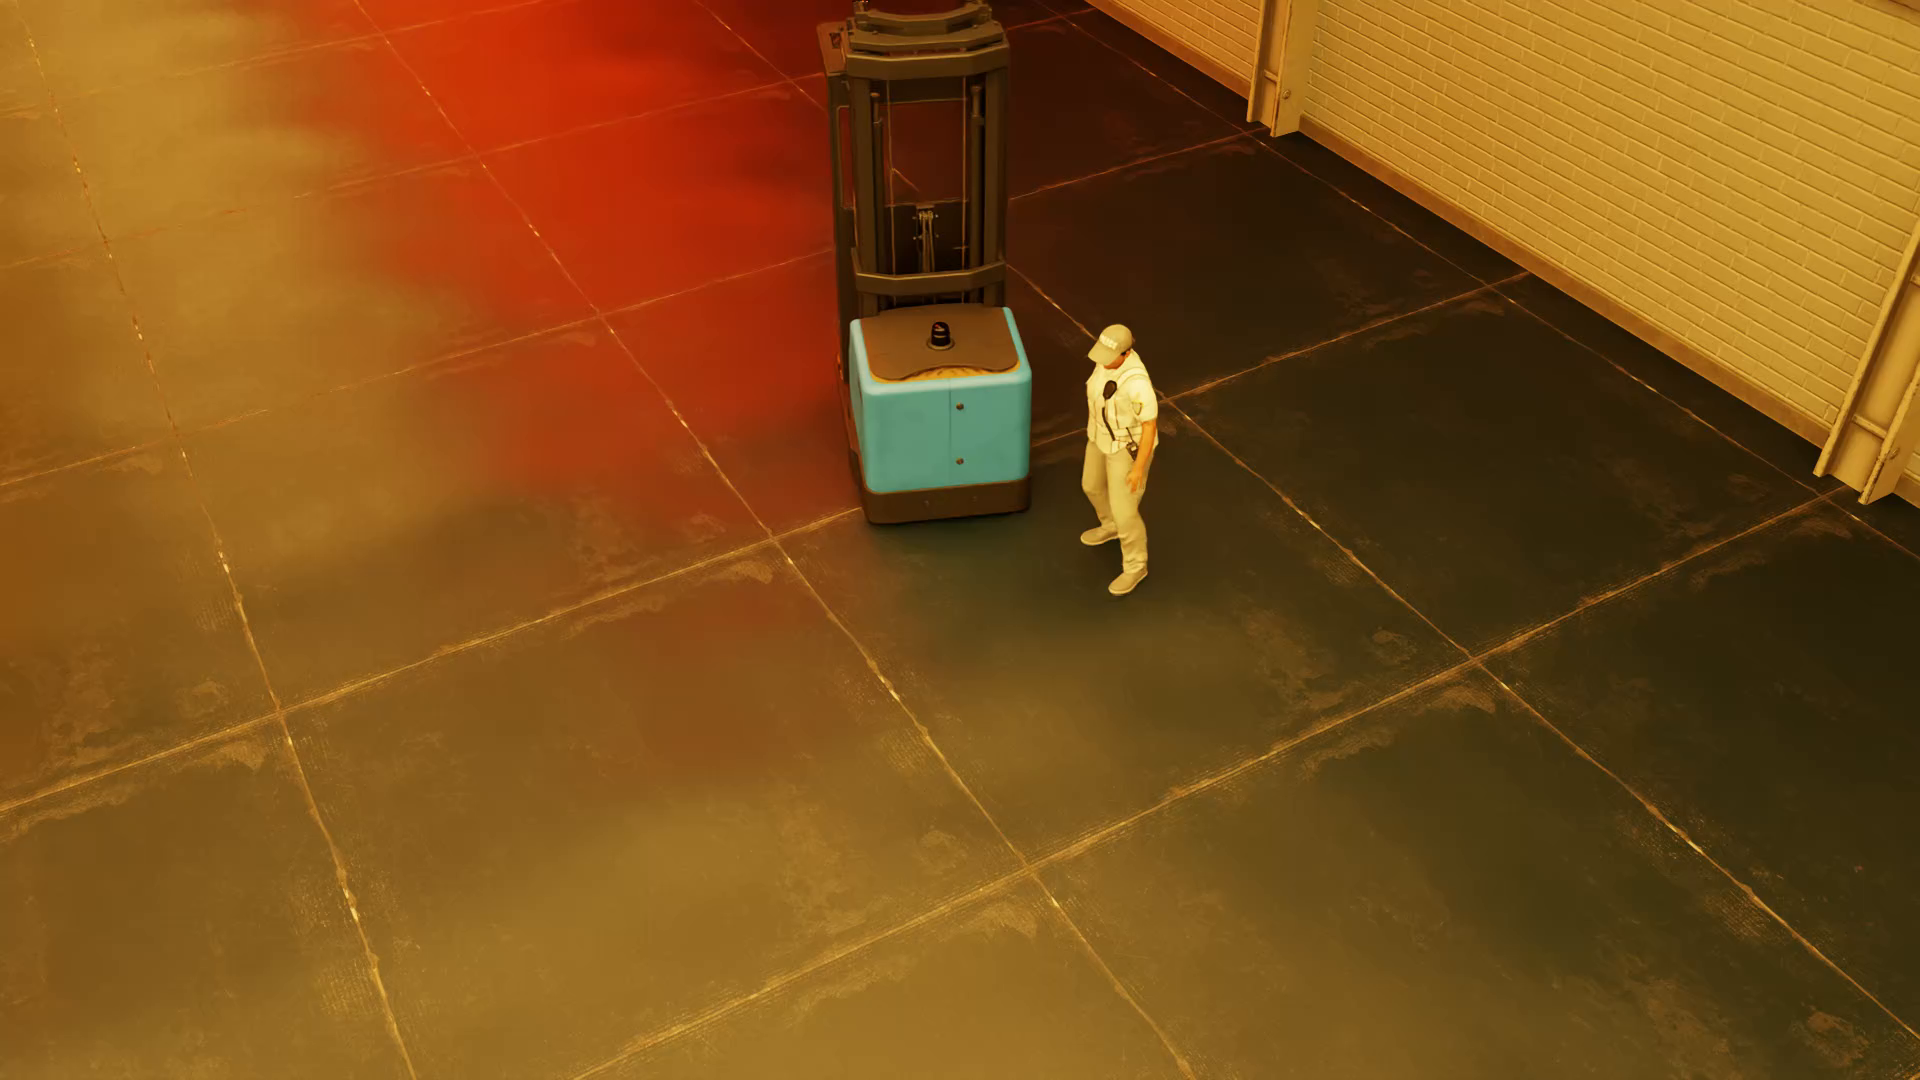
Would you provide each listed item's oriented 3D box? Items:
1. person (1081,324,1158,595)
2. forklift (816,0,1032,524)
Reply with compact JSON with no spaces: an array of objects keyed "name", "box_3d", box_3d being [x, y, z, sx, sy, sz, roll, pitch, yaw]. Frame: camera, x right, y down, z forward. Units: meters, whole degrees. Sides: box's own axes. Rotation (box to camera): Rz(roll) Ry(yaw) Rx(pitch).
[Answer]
[{"name":"person","box_3d":[0.921,-0.547,9.711,0.451,1.641,0.752,-17,43,-19]},{"name":"forklift","box_3d":[-0.286,-2.168,10.650,1.130,2.935,3.031,-6,40,-7]}]
